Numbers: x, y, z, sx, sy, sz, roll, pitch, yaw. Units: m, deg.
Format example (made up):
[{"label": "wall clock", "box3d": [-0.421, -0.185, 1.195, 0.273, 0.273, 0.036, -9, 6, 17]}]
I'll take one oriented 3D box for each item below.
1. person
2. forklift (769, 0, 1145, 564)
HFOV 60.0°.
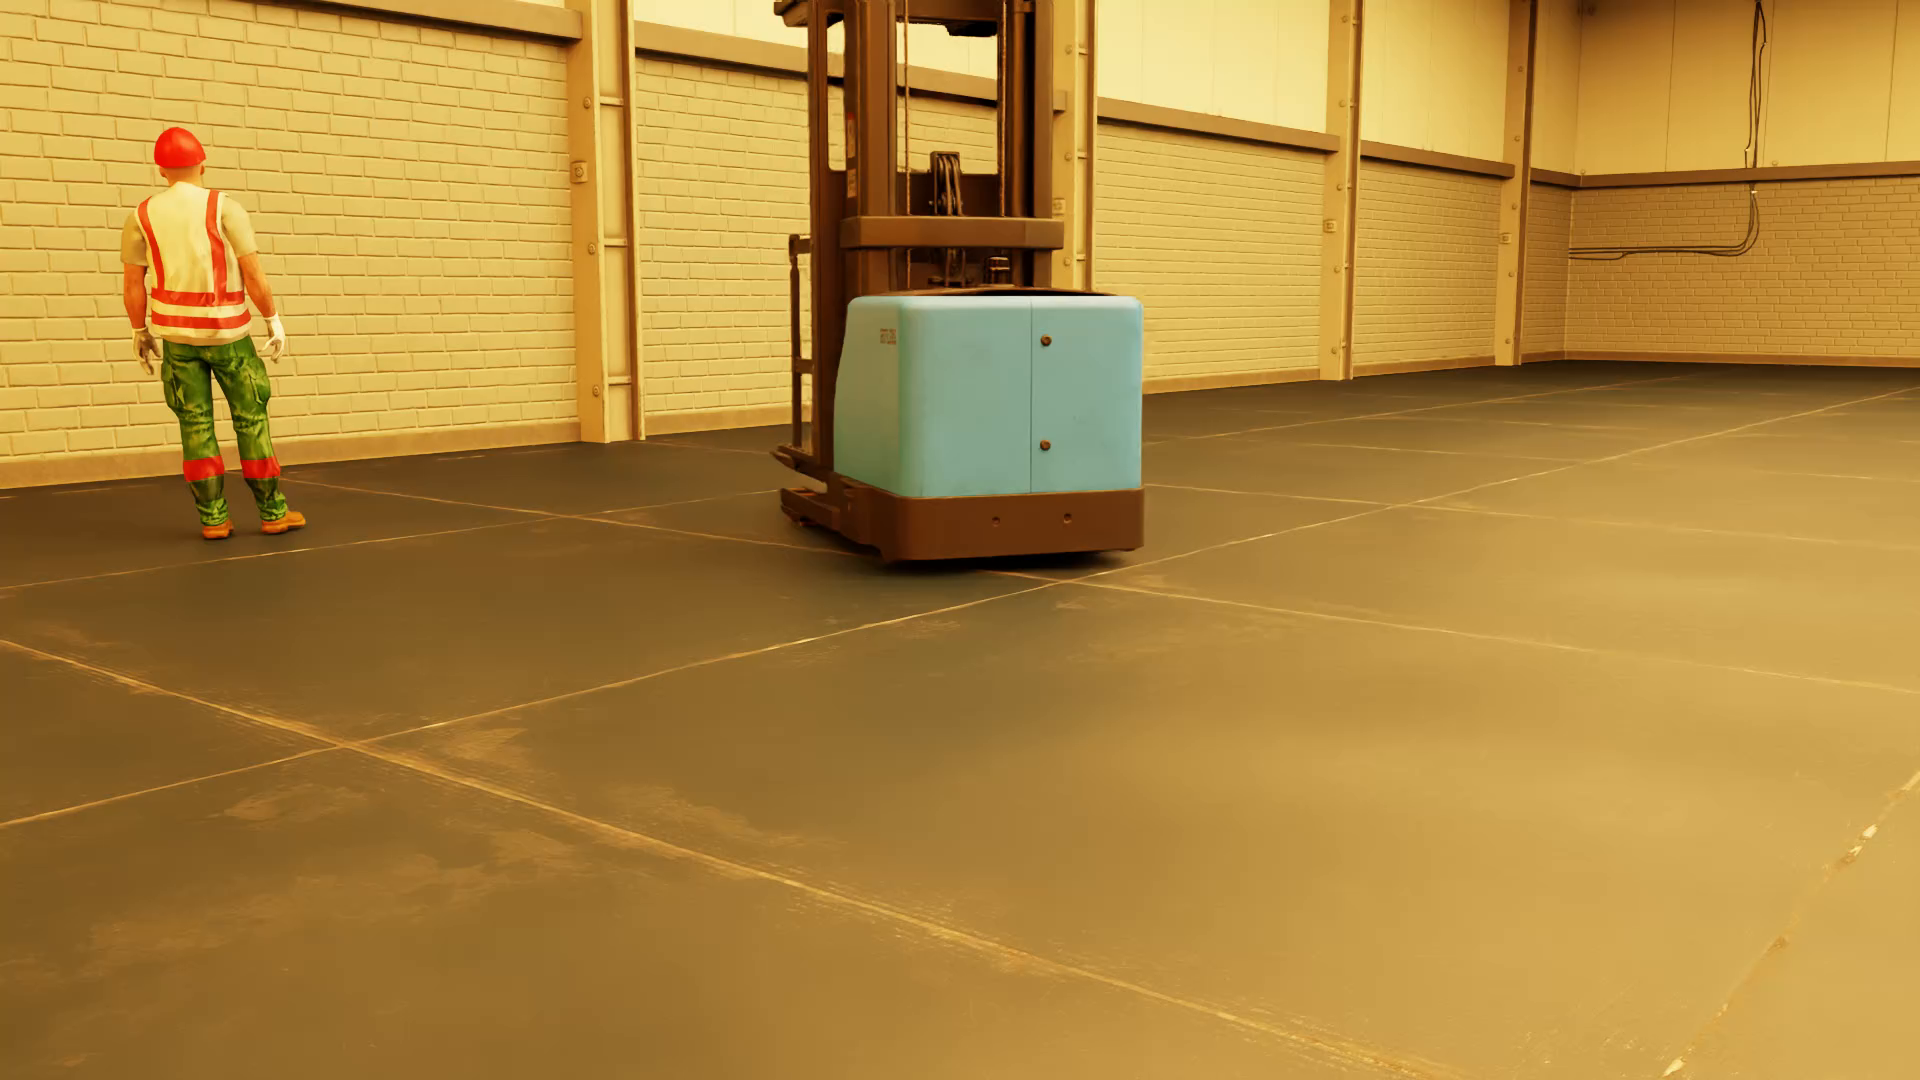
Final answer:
[{"label": "person", "box3d": [-3.331, -0.911, 7.402, 0.638, 1.786, 0.566, -1, 8, -9]}, {"label": "forklift", "box3d": [-0.226, -1.529, 7.730, 1.130, 2.935, 3.031, -3, 9, -19]}]
